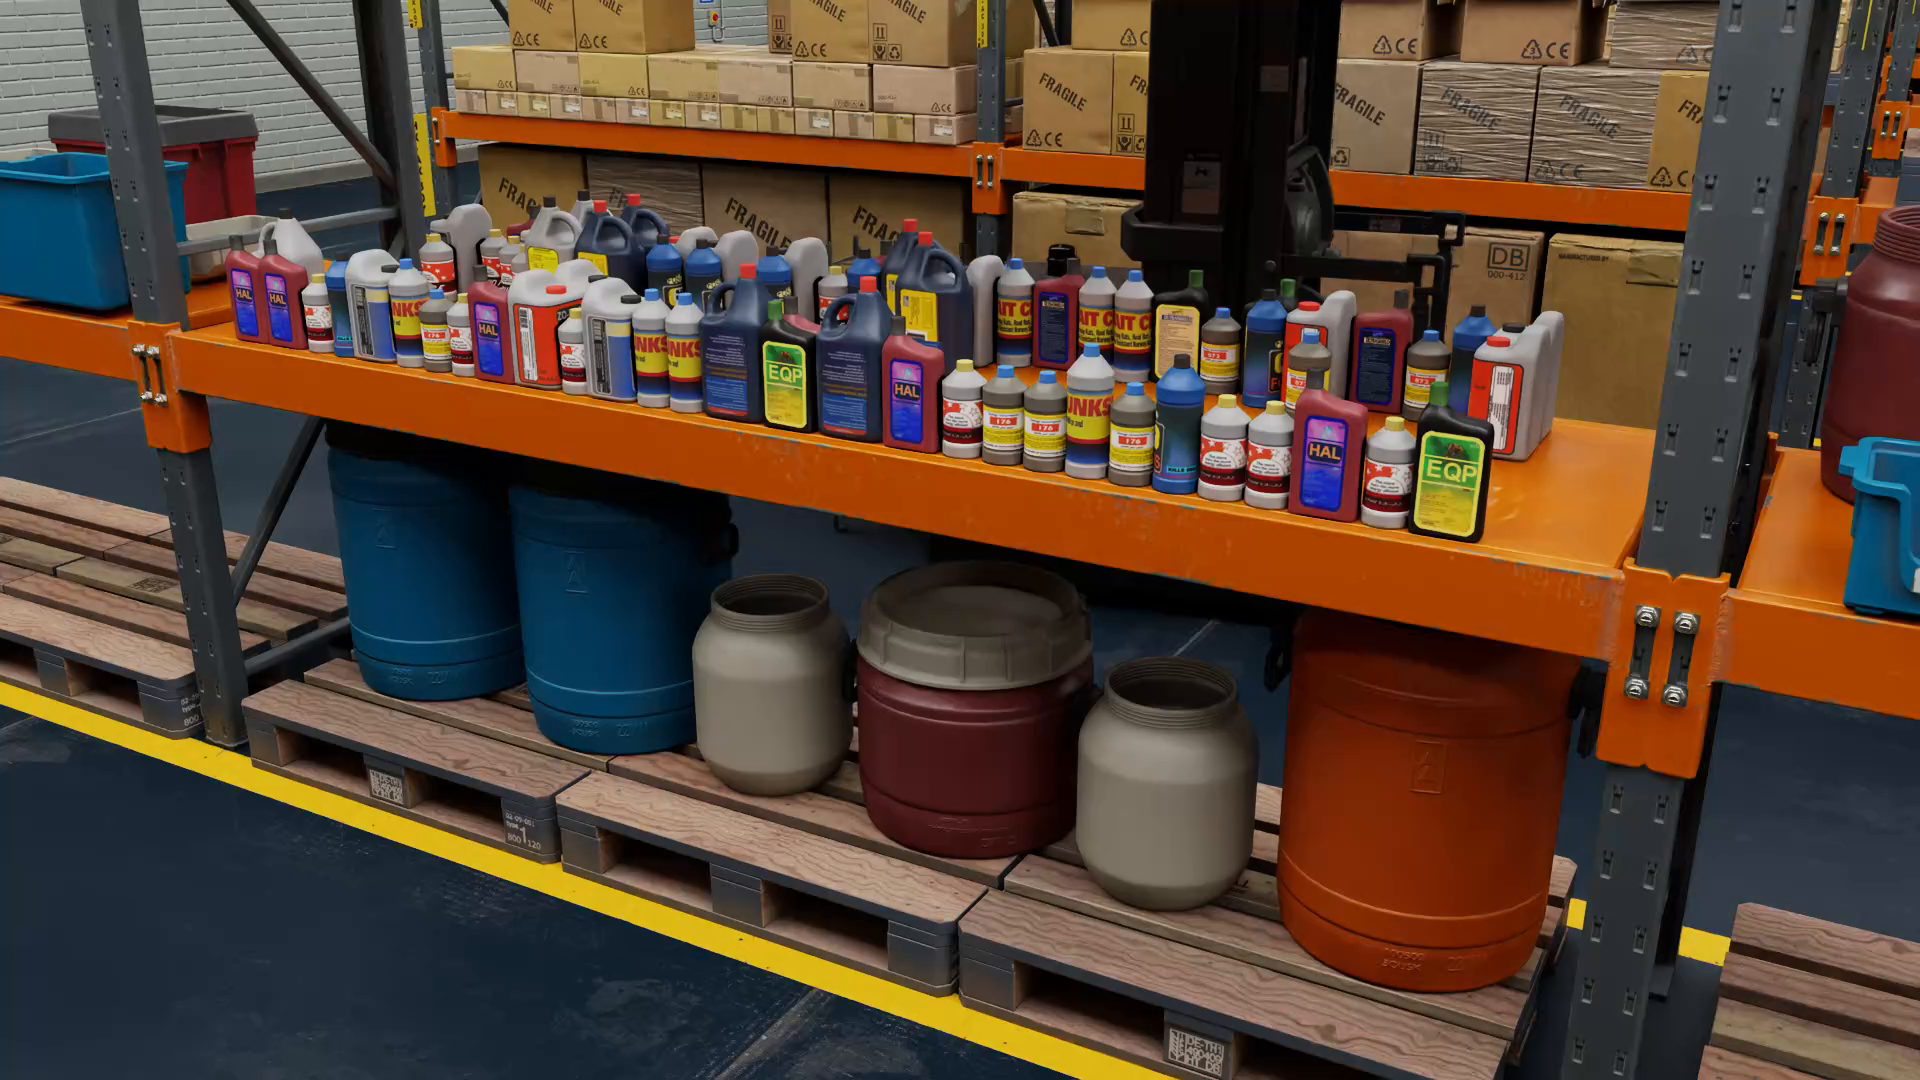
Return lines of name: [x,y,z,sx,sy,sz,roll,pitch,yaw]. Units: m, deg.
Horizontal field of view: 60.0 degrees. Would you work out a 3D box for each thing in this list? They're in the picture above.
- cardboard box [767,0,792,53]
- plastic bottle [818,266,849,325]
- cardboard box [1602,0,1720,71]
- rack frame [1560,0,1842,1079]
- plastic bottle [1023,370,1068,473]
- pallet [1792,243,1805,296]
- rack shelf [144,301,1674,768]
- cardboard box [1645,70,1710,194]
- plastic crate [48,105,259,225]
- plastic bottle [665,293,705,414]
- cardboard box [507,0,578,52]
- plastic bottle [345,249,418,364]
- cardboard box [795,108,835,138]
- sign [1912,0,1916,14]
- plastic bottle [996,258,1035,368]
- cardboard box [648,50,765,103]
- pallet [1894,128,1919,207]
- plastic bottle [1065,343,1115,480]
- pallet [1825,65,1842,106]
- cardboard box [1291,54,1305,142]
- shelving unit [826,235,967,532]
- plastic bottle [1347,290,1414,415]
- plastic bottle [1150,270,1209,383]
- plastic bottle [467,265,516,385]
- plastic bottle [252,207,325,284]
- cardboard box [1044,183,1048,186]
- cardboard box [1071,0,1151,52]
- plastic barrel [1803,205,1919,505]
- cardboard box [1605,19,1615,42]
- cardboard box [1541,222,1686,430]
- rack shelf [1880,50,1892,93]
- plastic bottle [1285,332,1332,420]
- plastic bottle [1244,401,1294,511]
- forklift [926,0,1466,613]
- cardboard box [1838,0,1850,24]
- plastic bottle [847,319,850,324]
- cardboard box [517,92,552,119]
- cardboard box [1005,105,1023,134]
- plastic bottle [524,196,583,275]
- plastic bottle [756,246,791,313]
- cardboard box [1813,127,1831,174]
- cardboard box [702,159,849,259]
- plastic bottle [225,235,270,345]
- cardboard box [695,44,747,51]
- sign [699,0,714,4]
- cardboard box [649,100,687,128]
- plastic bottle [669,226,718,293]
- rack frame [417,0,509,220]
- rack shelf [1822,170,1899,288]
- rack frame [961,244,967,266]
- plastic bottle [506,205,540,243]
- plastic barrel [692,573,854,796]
cardboard box: [-0.793,-3.145,9.819,0.500,0.500,0.500,10,22,26]
plastic bottle: [-0.337,-0.644,4.532,0.097,0.201,0.097,0,20,0]
cardboard box: [3.244,-2.377,7.403,0.637,0.503,0.797,12,23,29]
rack frame: [1.459,-0.258,3.177,0.127,3.000,1.000,11,23,27]
plastic bottle: [0.180,-0.249,3.443,0.097,0.201,0.097,0,20,0]
pallet: [5.700,-2.012,12.102,1.213,0.211,1.003,11,23,27]
rack shelf: [-0.287,-0.252,4.217,4.000,0.370,1.077,11,23,27]
cardboard box: [3.323,-1.788,7.248,0.500,0.500,0.500,12,23,29]
plastic crate: [-2.690,-1.205,5.605,0.583,0.464,0.402,11,23,27]
plastic bottle: [-0.631,-0.436,3.857,0.097,0.271,0.097,0,20,0]
cardboard box: [-2.385,-3.241,10.086,0.500,0.500,0.500,10,22,26]
plastic bottle: [-1.495,-0.614,4.340,0.135,0.276,0.152,11,23,27]
cardboard box: [-0.717,-2.361,9.343,0.250,0.149,0.380,11,23,28]
sign: [6.126,-3.536,10.633,0.005,0.325,0.100,11,23,27]
plastic bottle: [0.143,-0.585,4.268,0.097,0.271,0.097,0,20,0]
cardboard box: [-1.470,-2.718,9.742,0.500,0.250,0.500,10,22,26]
pallet: [4.549,-1.555,7.036,1.003,0.211,1.213,11,23,27]
plastic bottle: [0.265,-0.266,3.387,0.097,0.271,0.097,0,20,0]
pallet: [5.708,-3.189,11.539,1.003,0.211,1.213,11,23,27]
cardboard box: [1.538,-2.127,8.183,0.500,0.500,0.500,10,22,26]
shelving unit: [-0.251,-0.601,6.761,0.503,1.200,0.258,9,22,24]
plastic bottle: [0.975,-0.440,3.849,0.133,0.283,0.061,11,23,27]
plastic bottle: [0.539,-0.522,4.078,0.133,0.283,0.061,11,23,27]
plastic bottle: [-1.145,-0.533,4.106,0.133,0.283,0.061,11,23,27]
plastic bottle: [-1.848,-0.738,4.574,0.185,0.351,0.144,11,23,27]
cardboard box: [0.802,-2.983,14.253,0.250,0.149,0.380,10,22,25]
cardboard box: [0.944,-2.812,8.602,0.637,0.503,0.797,10,22,26]
plastic barrel: [2.012,-0.335,3.190,0.708,0.536,0.600,11,23,27]
cardboard box: [4.601,-3.572,11.629,0.250,0.149,0.380,11,23,29]
cardboard box: [3.283,-1.052,7.866,0.875,0.875,1.225,10,22,25]
rack shelf: [6.962,-4.677,16.415,4.000,0.370,1.077,11,23,27]
plastic bottle: [0.791,-0.369,3.776,0.097,0.201,0.097,0,20,0]
plastic bottle: [0.605,-0.168,3.220,0.097,0.201,0.097,0,20,0]
forklift: [1.441,-1.219,5.927,3.031,2.935,1.130,7,21,18]
cardboard box: [5.730,-3.496,10.985,0.250,0.149,0.380,10,22,25]
plastic bottle: [-0.191,-0.407,3.760,0.133,0.283,0.061,11,23,27]
cardboard box: [-2.512,-2.703,10.286,0.250,0.149,0.380,10,22,26]
cardboard box: [0.287,-2.428,9.528,0.250,0.149,0.380,11,23,27]
plastic bottle: [-1.141,-0.802,4.749,0.185,0.351,0.144,11,23,27]
plastic bottle: [-0.496,-0.648,4.440,0.097,0.271,0.097,0,20,0]
cardboard box: [8.145,-4.021,16.051,0.875,0.875,0.875,11,22,27]
cardboard box: [-0.940,-1.880,10.148,0.875,0.875,0.875,11,23,27]
plastic bottle: [-1.921,-0.680,4.513,0.133,0.283,0.061,11,23,27]
cardboard box: [-1.670,-2.962,10.414,0.500,0.250,0.500,10,22,25]
sign: [-3.287,-7.067,21.551,0.001,0.218,0.327,11,23,27]
cardboard box: [-1.617,-2.532,9.815,0.250,0.149,0.380,10,22,26]
plastic bottle: [-0.772,-0.751,4.718,0.135,0.276,0.152,11,23,27]
rack frame: [-3.109,-3.063,10.910,0.127,3.000,1.000,11,23,27]
rack shelf: [5.621,-1.062,6.448,4.000,0.370,1.077,11,23,27]
rack frame: [-0.031,-0.564,6.662,0.015,1.200,0.240,9,22,24]
plastic bottle: [-1.307,-0.874,5.047,0.133,0.283,0.061,11,23,27]
plastic barrel: [-0.499,0.383,4.444,0.421,0.512,0.421,0,20,0]
